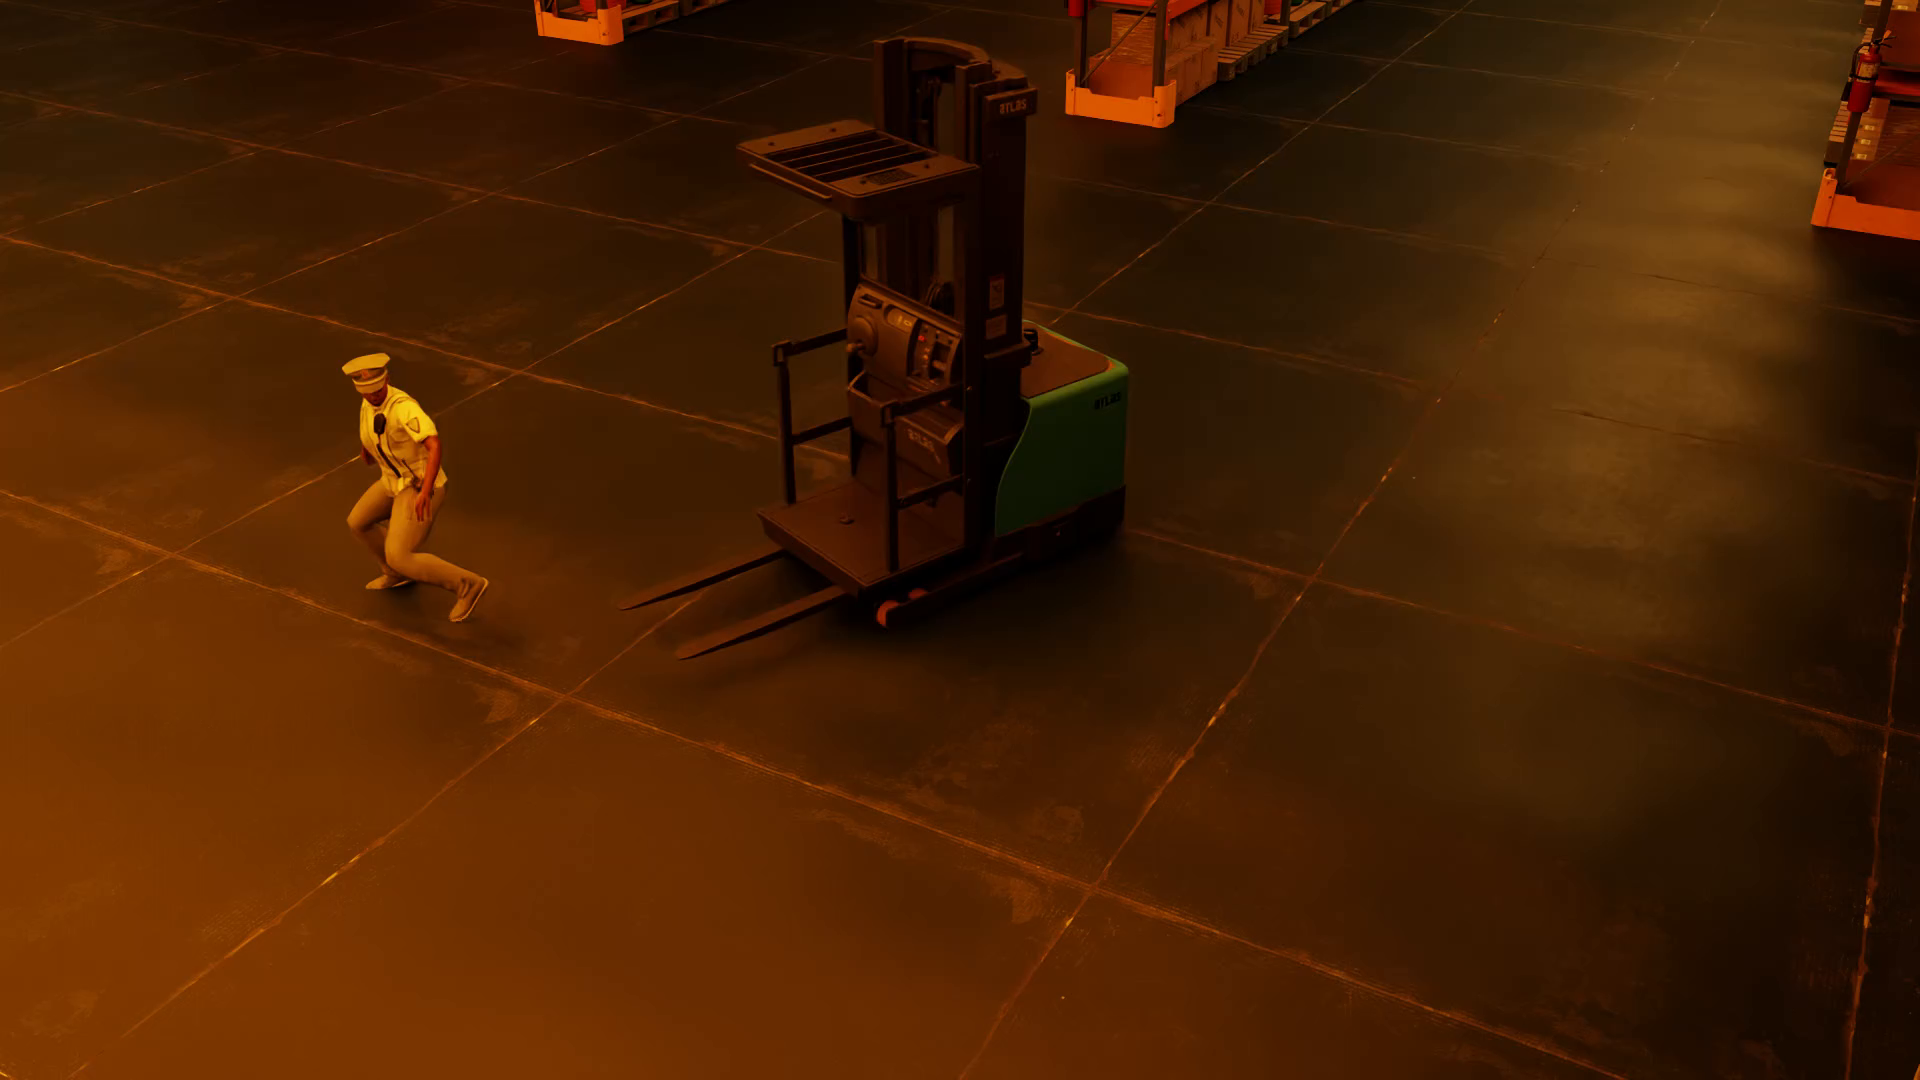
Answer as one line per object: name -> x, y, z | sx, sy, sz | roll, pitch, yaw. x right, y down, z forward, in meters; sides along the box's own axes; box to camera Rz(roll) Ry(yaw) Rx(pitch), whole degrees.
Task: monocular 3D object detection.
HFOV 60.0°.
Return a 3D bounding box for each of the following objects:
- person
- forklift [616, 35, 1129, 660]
person -> -3.065, -0.303, 9.067 | 0.479, 1.546, 1.056 | -22, 36, -33
forklift -> -0.470, -1.071, 8.926 | 3.031, 2.935, 1.130 | -22, 37, -33
